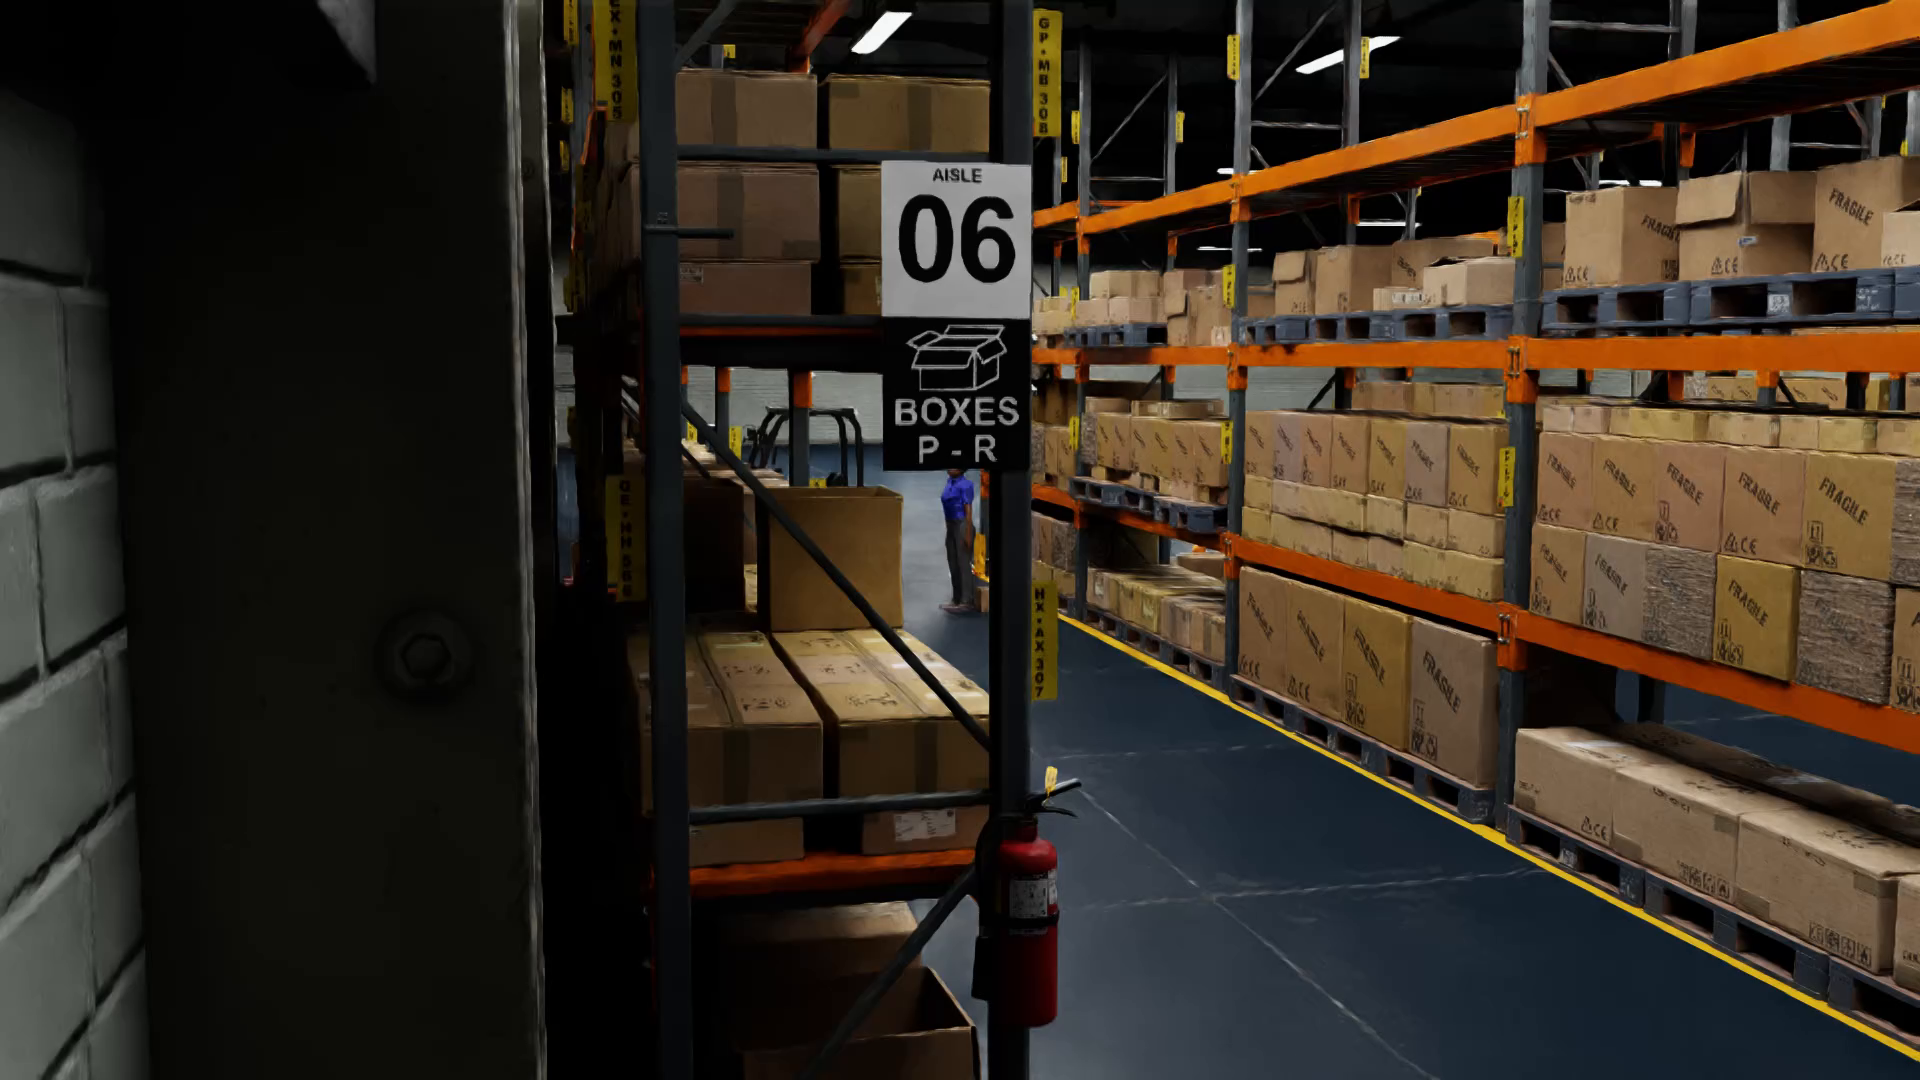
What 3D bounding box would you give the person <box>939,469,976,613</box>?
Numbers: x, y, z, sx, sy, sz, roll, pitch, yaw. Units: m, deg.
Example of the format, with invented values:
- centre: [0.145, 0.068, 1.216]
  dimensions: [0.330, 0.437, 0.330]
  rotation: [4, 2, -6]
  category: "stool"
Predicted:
- centre: [-0.034, -0.072, 17.666]
  dimensions: [0.345, 1.668, 0.558]
  rotation: [-4, 7, -29]
  category: "person"
